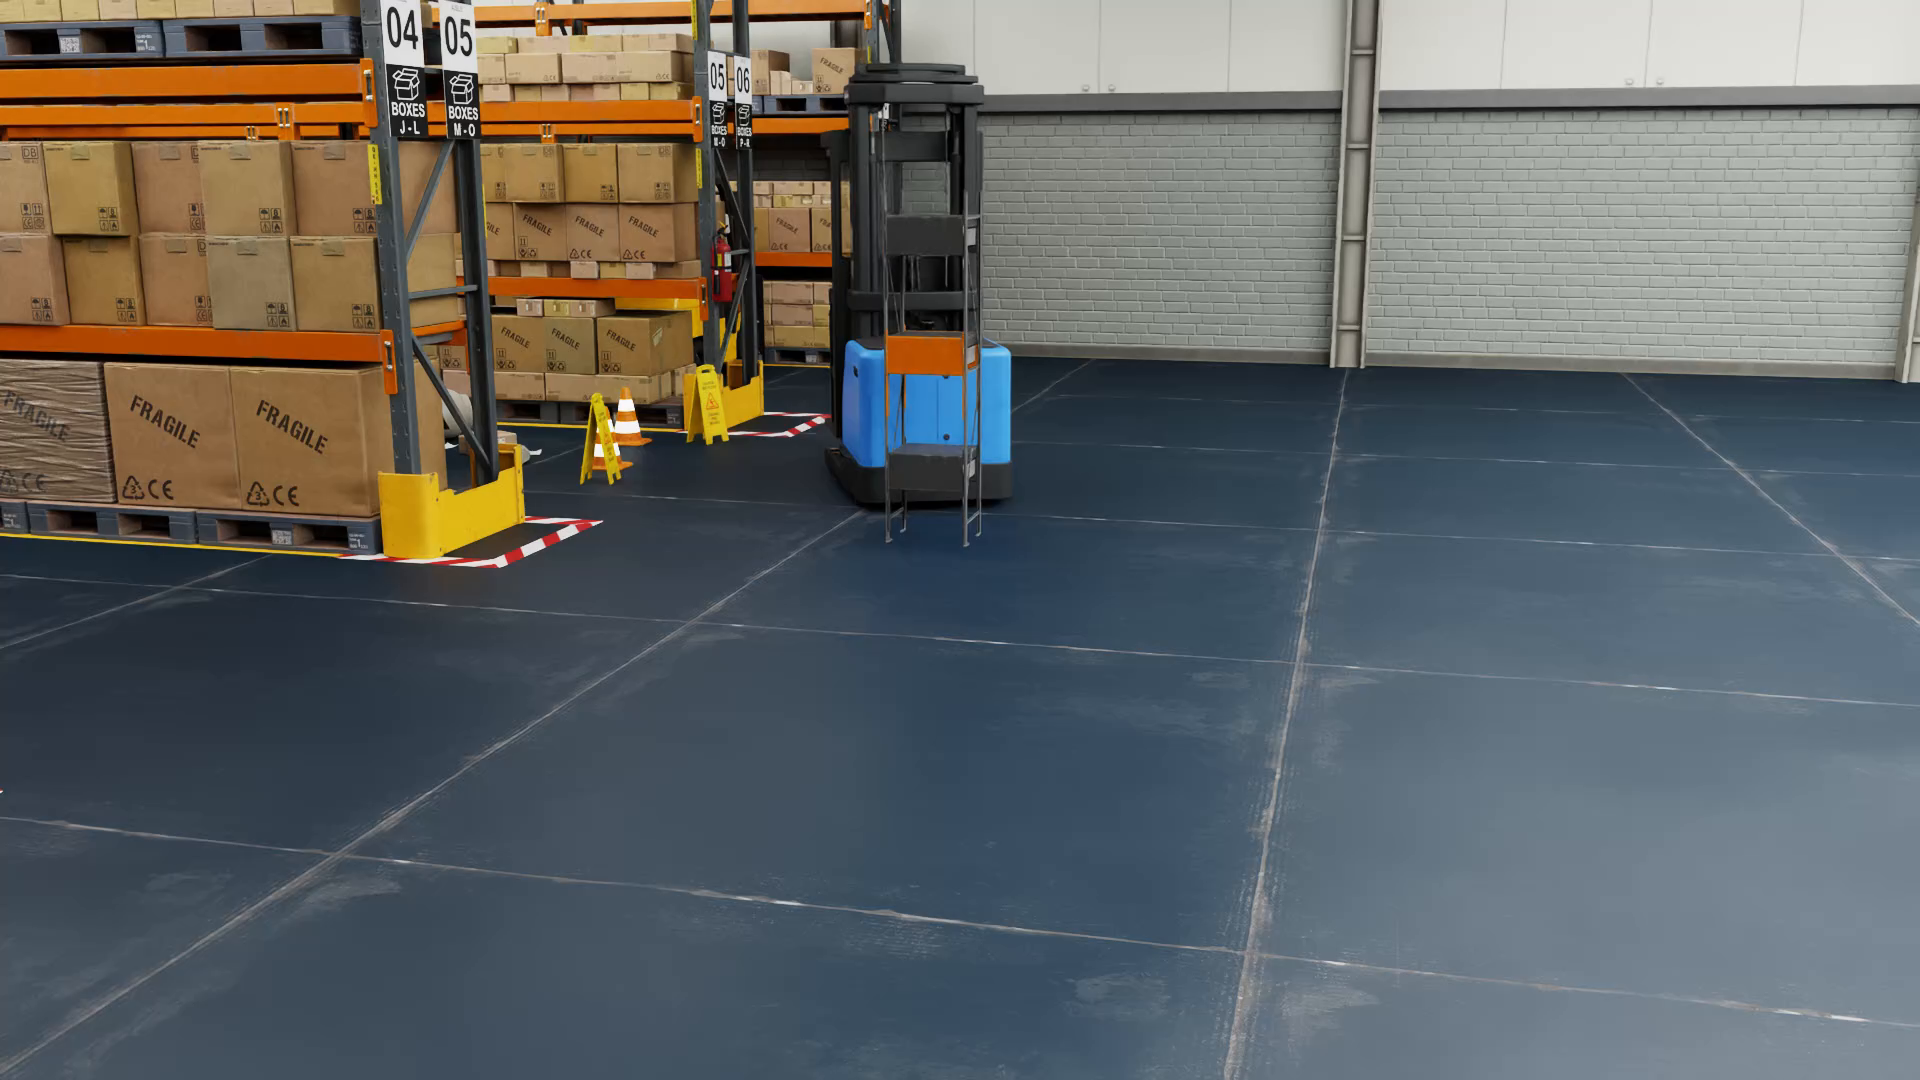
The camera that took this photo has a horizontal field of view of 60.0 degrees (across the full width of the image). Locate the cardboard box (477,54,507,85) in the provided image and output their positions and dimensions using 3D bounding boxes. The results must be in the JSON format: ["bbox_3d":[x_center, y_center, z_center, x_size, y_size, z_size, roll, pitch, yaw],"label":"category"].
[{"bbox_3d":[-4.092,-4.111,14.572,0.500,0.250,0.500,3,13,14],"label":"cardboard box"}]

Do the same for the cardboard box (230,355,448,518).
[{"bbox_3d":[-3.808,-0.670,10.262,0.875,0.875,0.875,3,13,14],"label":"cardboard box"}]

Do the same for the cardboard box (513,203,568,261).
[{"bbox_3d":[-3.609,-2.745,14.762,0.500,0.500,0.500,3,13,13],"label":"cardboard box"}]

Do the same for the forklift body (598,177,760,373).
[{"bbox_3d":[-3.139,-2.871,18.209,1.214,2.155,2.313,3,13,14],"label":"forklift body"}]

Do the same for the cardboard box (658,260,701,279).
[{"bbox_3d":[-2.461,-2.379,14.609,0.250,0.149,0.380,4,13,15],"label":"cardboard box"}]

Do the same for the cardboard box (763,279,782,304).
[{"bbox_3d":[-2.372,-2.929,19.581,0.500,0.250,0.500,3,13,14],"label":"cardboard box"}]

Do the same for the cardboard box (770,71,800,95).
[{"bbox_3d":[-1.984,-5.216,19.001,0.258,0.266,0.396,3,13,14],"label":"cardboard box"}]

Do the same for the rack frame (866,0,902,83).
[{"bbox_3d":[-0.861,-6.500,18.753,0.127,3.000,1.000,3,13,14],"label":"rack frame"}]

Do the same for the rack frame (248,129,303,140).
[{"bbox_3d":[-8.628,-3.986,21.274,0.127,3.000,1.000,3,13,14],"label":"rack frame"}]

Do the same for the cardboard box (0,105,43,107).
[{"bbox_3d":[-8.896,-4.404,16.001,0.500,0.500,0.700,3,13,14],"label":"cardboard box"}]

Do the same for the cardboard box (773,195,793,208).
[{"bbox_3d":[-1.995,-3.944,19.356,0.250,0.149,0.380,3,13,13],"label":"cardboard box"}]

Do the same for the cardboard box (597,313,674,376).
[{"bbox_3d":[-2.887,-1.742,14.808,0.500,0.500,0.500,3,13,14],"label":"cardboard box"}]

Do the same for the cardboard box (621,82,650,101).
[{"bbox_3d":[-2.709,-3.834,14.245,0.250,0.149,0.380,3,13,14],"label":"cardboard box"}]

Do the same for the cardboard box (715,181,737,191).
[{"bbox_3d":[-2.750,-4.134,19.527,0.250,0.149,0.380,3,13,14],"label":"cardboard box"}]

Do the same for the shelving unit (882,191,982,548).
[{"bbox_3d":[-0.161,-1.034,10.045,0.503,2.100,0.431,3,13,14],"label":"shelving unit"}]

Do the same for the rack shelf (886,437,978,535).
[{"bbox_3d":[-0.161,-0.337,10.200,0.480,0.518,0.431,3,13,14],"label":"rack shelf"}]

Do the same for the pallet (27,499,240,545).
[{"bbox_3d":[-5.110,-0.208,10.684,1.213,0.211,1.003,3,13,14],"label":"pallet"}]

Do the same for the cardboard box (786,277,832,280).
[{"bbox_3d":[-1.768,-3.011,19.952,0.500,0.250,0.500,3,13,14],"label":"cardboard box"}]

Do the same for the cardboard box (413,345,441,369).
[{"bbox_3d":[-4.899,-1.850,15.296,0.500,0.500,0.500,4,13,16],"label":"cardboard box"}]

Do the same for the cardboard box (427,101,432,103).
[{"bbox_3d":[-4.688,-3.956,14.793,0.250,0.149,0.380,3,13,12],"label":"cardboard box"}]

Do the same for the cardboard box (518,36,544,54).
[{"bbox_3d":[-3.656,-4.301,14.510,0.250,0.149,0.380,3,13,12],"label":"cardboard box"}]

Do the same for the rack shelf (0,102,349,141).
[{"bbox_3d":[-7.872,-3.951,15.854,4.000,0.370,1.077,3,13,14],"label":"rack shelf"}]

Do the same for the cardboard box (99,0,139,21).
[{"bbox_3d":[-4.772,-3.088,9.682,0.250,0.149,0.380,3,13,14],"label":"cardboard box"}]

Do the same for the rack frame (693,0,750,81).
[{"bbox_3d":[-2.046,-5.456,14.047,0.127,3.000,1.000,3,13,14],"label":"rack frame"}]

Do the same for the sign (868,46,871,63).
[{"bbox_3d":[-1.004,-5.315,18.479,0.005,0.325,0.100,3,13,14],"label":"sign"}]

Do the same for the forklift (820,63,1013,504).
[{"bbox_3d":[-0.423,-1.942,12.220,1.130,2.935,3.031,-2,13,-10],"label":"forklift"}]

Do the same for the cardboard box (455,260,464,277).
[{"bbox_3d":[-4.461,-2.460,14.974,0.250,0.149,0.380,3,13,14],"label":"cardboard box"}]

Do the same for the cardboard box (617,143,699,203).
[{"bbox_3d":[-2.595,-3.189,14.458,0.500,0.500,0.700,3,13,12],"label":"cardboard box"}]

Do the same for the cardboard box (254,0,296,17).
[{"bbox_3d":[-3.783,-3.035,9.444,0.250,0.149,0.380,3,13,14],"label":"cardboard box"}]

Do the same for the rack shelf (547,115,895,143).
[{"bbox_3d":[-2.802,-4.788,19.624,4.000,0.370,1.077,3,13,14],"label":"rack shelf"}]

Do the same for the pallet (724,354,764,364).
[{"bbox_3d":[-2.794,-2.304,20.131,1.213,0.211,1.003,3,13,14],"label":"pallet"}]

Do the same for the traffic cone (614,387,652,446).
[{"bbox_3d":[-2.773,-1.039,13.850,0.334,0.463,0.336,3,13,14],"label":"traffic cone"}]

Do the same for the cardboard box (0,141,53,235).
[{"bbox_3d":[-5.615,-2.201,10.390,0.550,0.550,0.875,3,13,14],"label":"cardboard box"}]

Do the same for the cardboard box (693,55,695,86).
[{"bbox_3d":[-2.471,-4.145,14.726,0.500,0.250,0.500,3,13,13],"label":"cardboard box"}]

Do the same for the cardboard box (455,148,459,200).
[{"bbox_3d":[-4.583,-3.285,14.890,0.500,0.500,0.700,3,13,12],"label":"cardboard box"}]

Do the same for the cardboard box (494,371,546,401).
[{"bbox_3d":[-3.906,-1.429,15.129,0.500,0.250,0.500,3,13,12],"label":"cardboard box"}]

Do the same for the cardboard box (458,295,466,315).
[{"bbox_3d":[-4.553,-2.134,15.075,0.250,0.149,0.380,4,13,17],"label":"cardboard box"}]

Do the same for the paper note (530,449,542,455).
[{"bbox_3d":[-3.441,-0.708,13.353,0.142,0.019,0.148,-1,13,-6],"label":"paper note"}]

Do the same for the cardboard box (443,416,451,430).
[{"bbox_3d":[-4.358,-0.867,12.979,0.637,0.503,0.797,-6,14,-25],"label":"cardboard box"}]

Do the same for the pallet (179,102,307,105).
[{"bbox_3d":[-6.504,-4.161,15.574,1.003,0.211,1.213,3,13,14],"label":"pallet"}]

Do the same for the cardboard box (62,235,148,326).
[{"bbox_3d":[-5.083,-1.662,10.452,0.500,0.550,0.875,3,13,14],"label":"cardboard box"}]

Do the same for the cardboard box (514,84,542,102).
[{"bbox_3d":[-3.696,-3.901,14.544,0.250,0.149,0.380,3,13,12],"label":"cardboard box"}]

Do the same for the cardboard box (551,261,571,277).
[{"bbox_3d":[-3.449,-2.436,14.868,0.250,0.149,0.380,3,13,14],"label":"cardboard box"}]

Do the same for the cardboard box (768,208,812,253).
[{"bbox_3d":[-1.903,-3.619,19.388,0.500,0.500,0.500,3,13,15],"label":"cardboard box"}]

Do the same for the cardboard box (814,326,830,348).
[{"bbox_3d":[-1.393,-2.391,19.465,0.500,0.250,0.500,3,13,14],"label":"cardboard box"}]

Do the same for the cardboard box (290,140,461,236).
[{"bbox_3d":[-3.485,-2.108,9.972,0.550,0.550,0.875,3,13,14],"label":"cardboard box"}]

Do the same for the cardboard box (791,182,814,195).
[{"bbox_3d":[-1.766,-4.070,19.237,0.250,0.149,0.380,3,13,15],"label":"cardboard box"}]

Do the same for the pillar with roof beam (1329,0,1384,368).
[{"bbox_3d":[3.473,-5.509,14.286,0.400,9.000,9.100,3,13,14],"label":"pillar with roof beam"}]

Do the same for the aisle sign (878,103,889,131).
[{"bbox_3d":[-0.867,-4.775,18.827,0.004,0.787,0.394,3,13,14],"label":"aisle sign"}]

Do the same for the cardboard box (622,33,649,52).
[{"bbox_3d":[-2.687,-4.235,14.209,0.250,0.149,0.380,3,13,15],"label":"cardboard box"}]

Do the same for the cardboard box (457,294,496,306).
[{"bbox_3d":[-6.005,-2.891,20.850,0.625,0.625,0.875,3,13,13],"label":"cardboard box"}]

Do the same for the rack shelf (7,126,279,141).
[{"bbox_3d":[-10.569,-5.203,21.495,4.000,0.370,1.077,3,13,14],"label":"rack shelf"}]

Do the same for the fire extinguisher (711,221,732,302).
[{"bbox_3d":[-2.046,-2.386,14.242,0.183,0.674,0.296,3,13,14],"label":"fire extinguisher"}]

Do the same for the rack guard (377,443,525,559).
[{"bbox_3d":[-3.111,-0.259,10.247,0.348,0.500,1.175,3,13,14],"label":"rack guard"}]
